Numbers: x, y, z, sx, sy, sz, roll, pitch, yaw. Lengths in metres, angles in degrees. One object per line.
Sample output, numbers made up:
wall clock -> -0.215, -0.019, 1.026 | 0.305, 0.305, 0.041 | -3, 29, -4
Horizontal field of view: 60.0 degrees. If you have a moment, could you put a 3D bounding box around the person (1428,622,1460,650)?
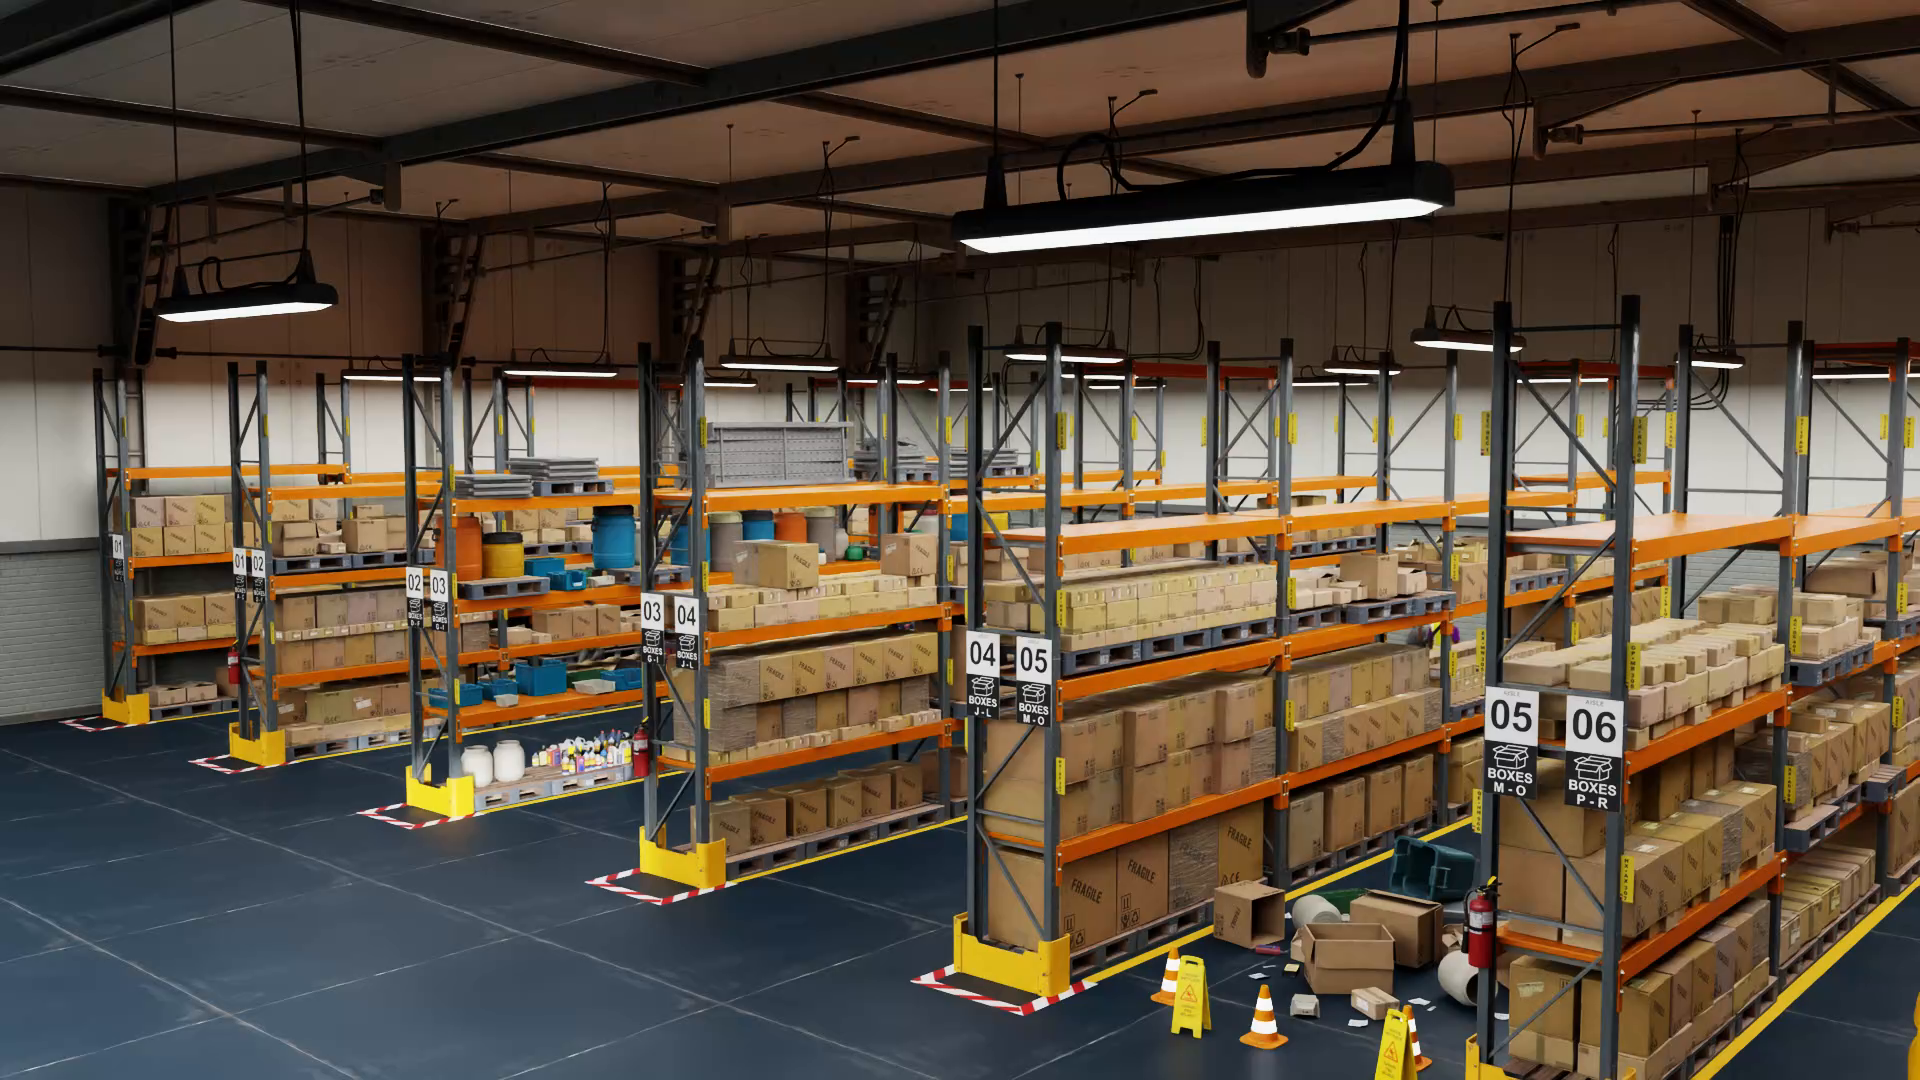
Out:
person -> 8.743, 2.088, 29.979 | 0.627, 1.765, 0.518 | 3, 5, 32

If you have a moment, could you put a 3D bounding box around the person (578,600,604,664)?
person -> -7.392, 1.892, 33.078 | 0.519, 1.686, 0.469 | -3, 5, -35

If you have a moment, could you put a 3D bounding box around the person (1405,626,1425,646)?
person -> 9.280, 1.874, 33.560 | 0.884, 1.616, 0.438 | 2, 5, 28
